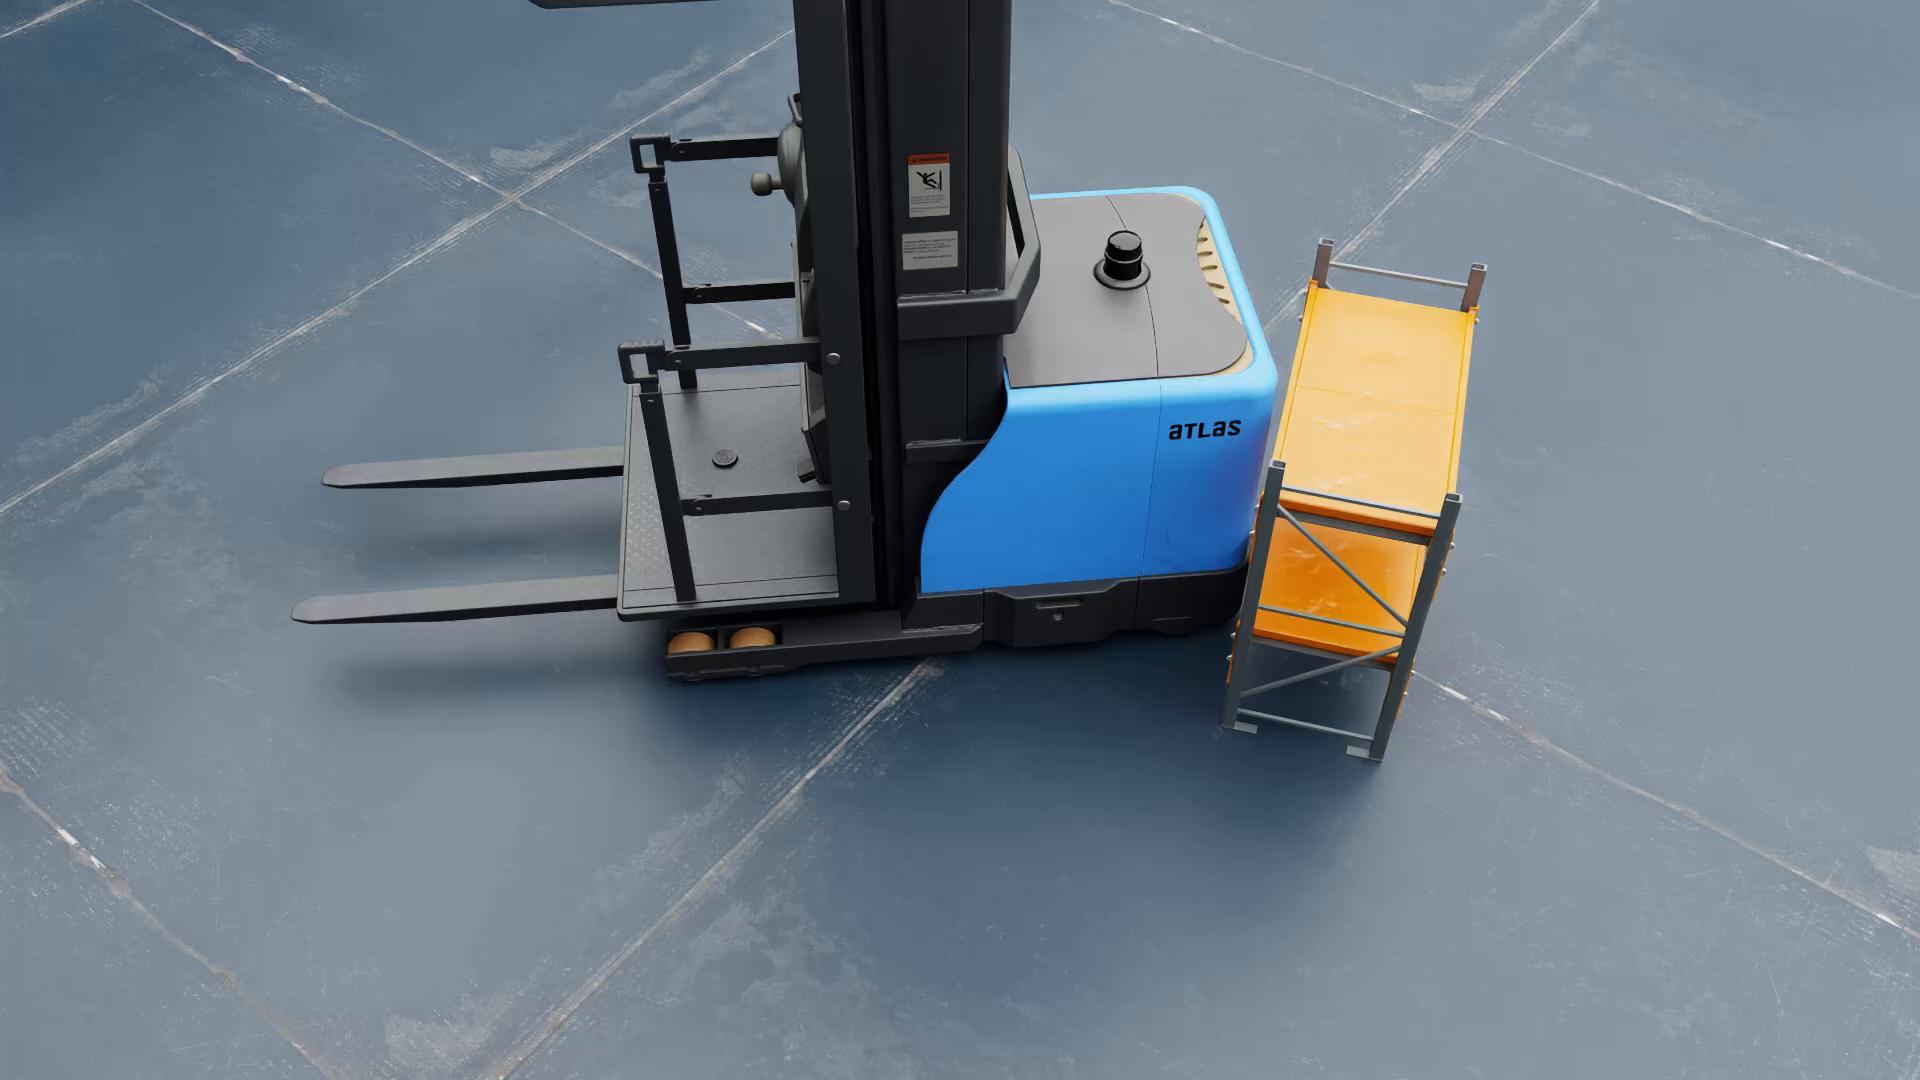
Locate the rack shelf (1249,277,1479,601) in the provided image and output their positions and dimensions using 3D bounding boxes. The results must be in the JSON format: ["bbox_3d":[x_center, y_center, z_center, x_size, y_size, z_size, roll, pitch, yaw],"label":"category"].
[{"bbox_3d":[1.197,-0.323,4.876,0.538,0.278,1.000,12,47,11],"label":"rack shelf"}]

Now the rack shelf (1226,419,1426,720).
[{"bbox_3d":[1.197,0.048,5.264,0.538,0.278,1.000,12,47,11],"label":"rack shelf"}]

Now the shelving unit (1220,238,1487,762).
[{"bbox_3d":[1.197,-0.120,5.087,0.538,1.125,1.048,12,47,11],"label":"shelving unit"}]

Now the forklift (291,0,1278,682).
[{"bbox_3d":[-0.624,-0.965,4.645,3.031,2.935,1.130,-4,46,-4],"label":"forklift"}]

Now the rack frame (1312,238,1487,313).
[{"bbox_3d":[1.335,-0.474,5.425,0.500,1.125,0.032,12,47,11],"label":"rack frame"}]

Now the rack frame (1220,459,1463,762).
[{"bbox_3d":[1.058,0.233,4.749,0.500,1.125,0.032,12,47,11],"label":"rack frame"}]
